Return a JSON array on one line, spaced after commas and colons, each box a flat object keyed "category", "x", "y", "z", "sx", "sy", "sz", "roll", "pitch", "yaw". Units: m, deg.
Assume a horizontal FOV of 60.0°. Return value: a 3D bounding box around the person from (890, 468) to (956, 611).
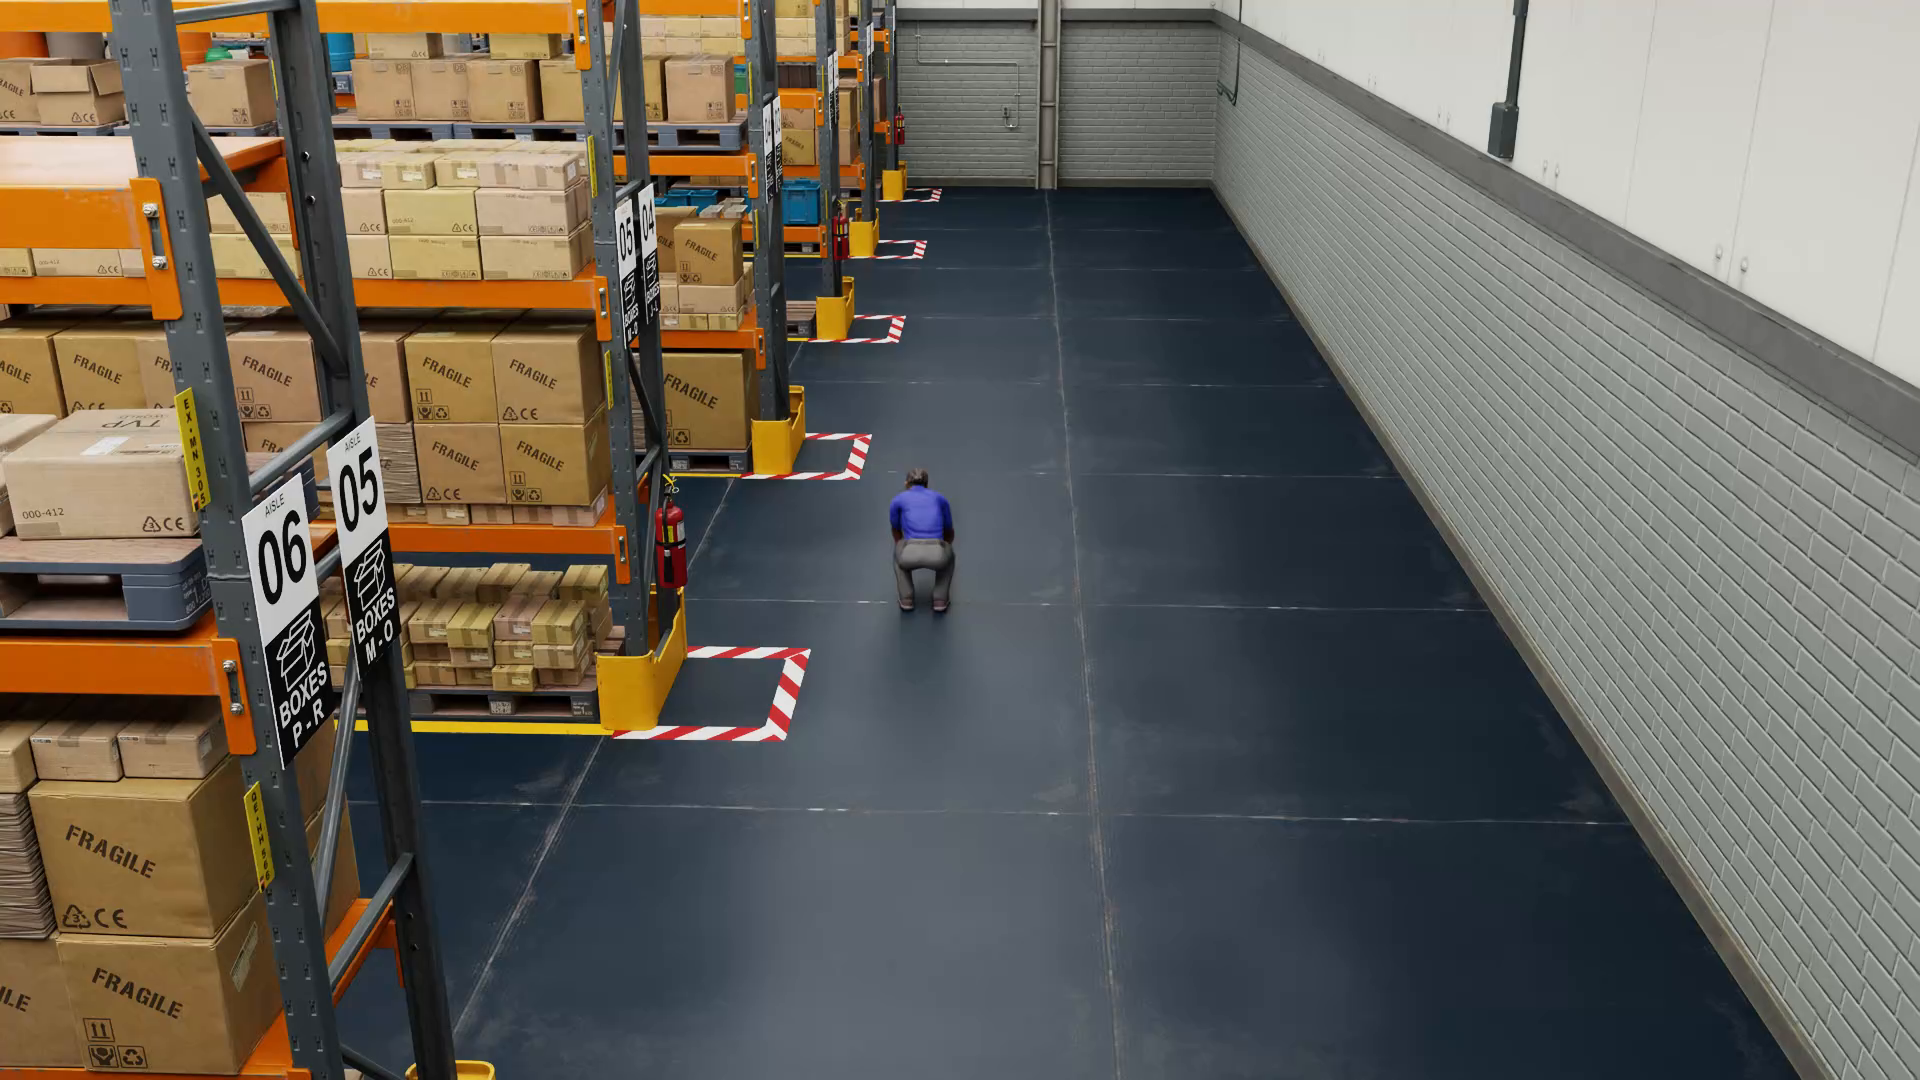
[{"category": "person", "x": -0.274, "y": -0.004, "z": 12.134, "sx": 0.483, "sy": 0.929, "sz": 0.823, "roll": 1, "pitch": 21, "yaw": 2}]
